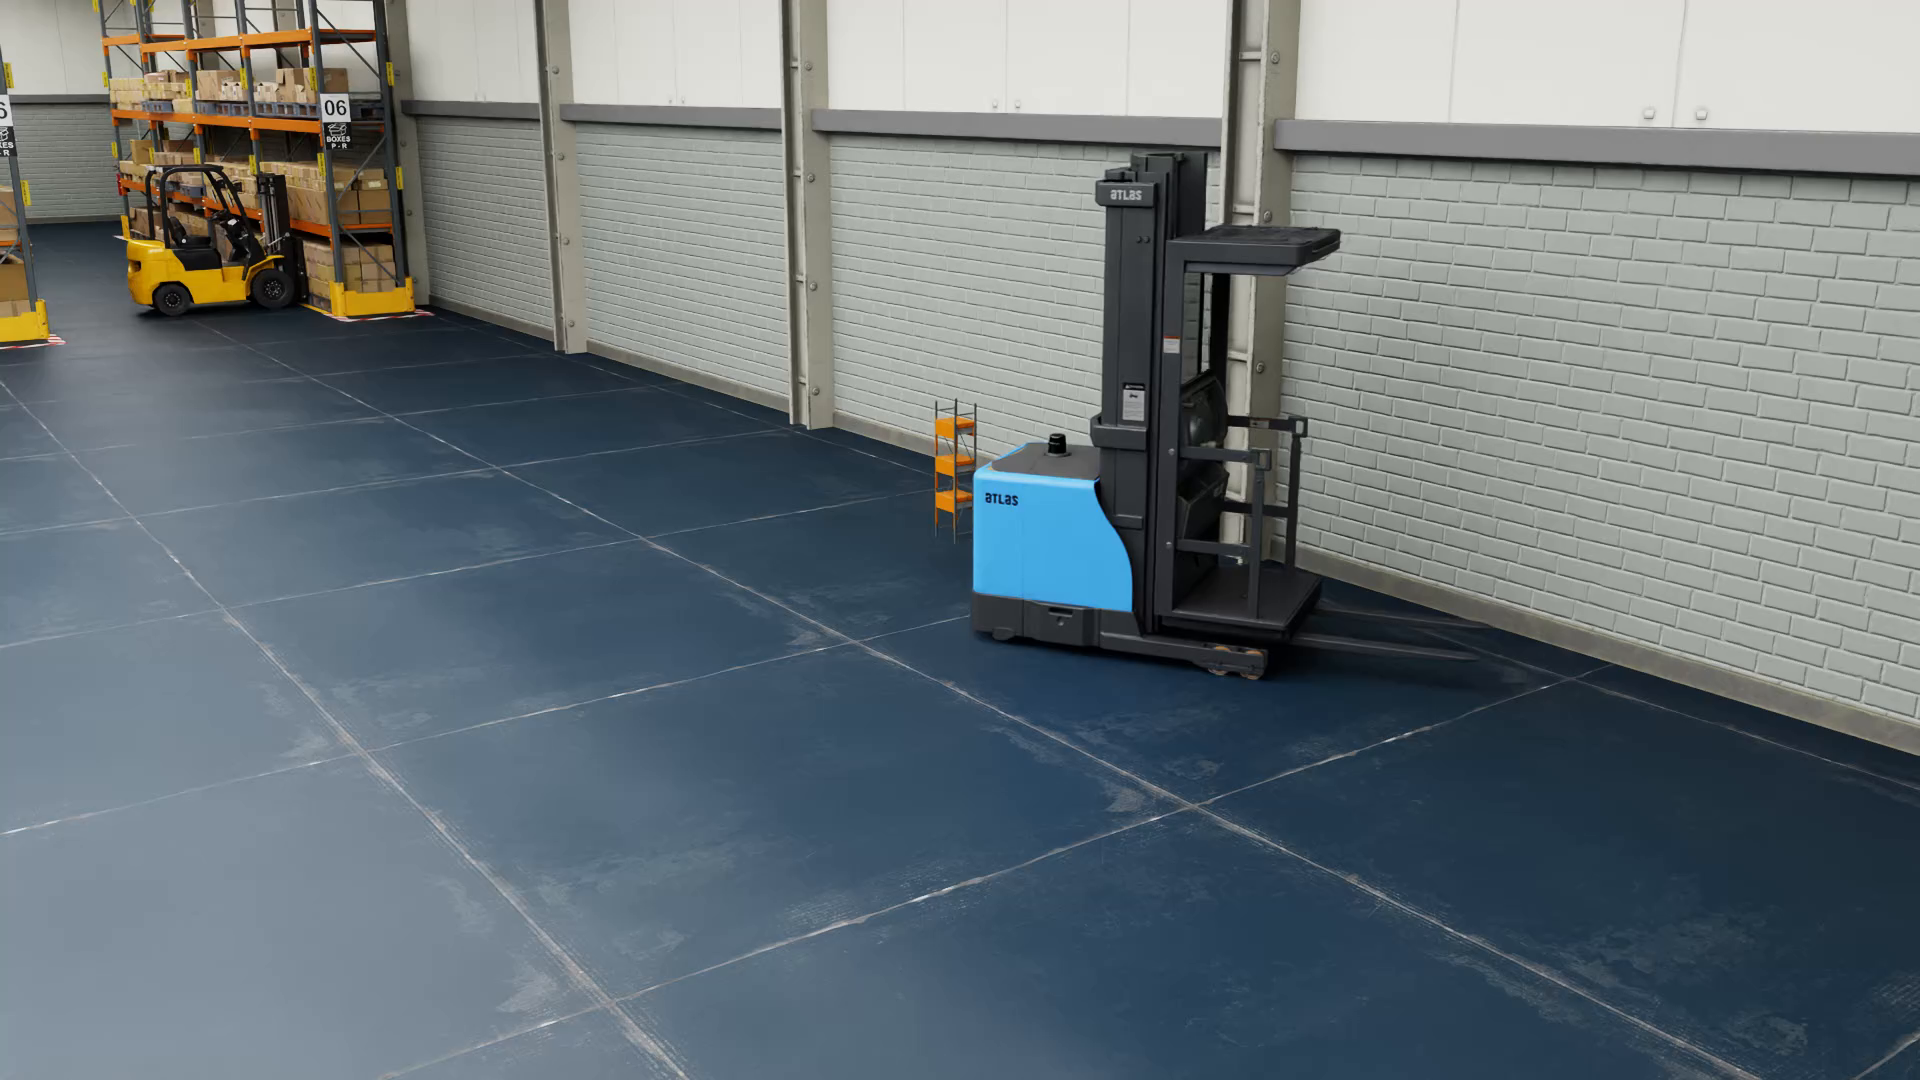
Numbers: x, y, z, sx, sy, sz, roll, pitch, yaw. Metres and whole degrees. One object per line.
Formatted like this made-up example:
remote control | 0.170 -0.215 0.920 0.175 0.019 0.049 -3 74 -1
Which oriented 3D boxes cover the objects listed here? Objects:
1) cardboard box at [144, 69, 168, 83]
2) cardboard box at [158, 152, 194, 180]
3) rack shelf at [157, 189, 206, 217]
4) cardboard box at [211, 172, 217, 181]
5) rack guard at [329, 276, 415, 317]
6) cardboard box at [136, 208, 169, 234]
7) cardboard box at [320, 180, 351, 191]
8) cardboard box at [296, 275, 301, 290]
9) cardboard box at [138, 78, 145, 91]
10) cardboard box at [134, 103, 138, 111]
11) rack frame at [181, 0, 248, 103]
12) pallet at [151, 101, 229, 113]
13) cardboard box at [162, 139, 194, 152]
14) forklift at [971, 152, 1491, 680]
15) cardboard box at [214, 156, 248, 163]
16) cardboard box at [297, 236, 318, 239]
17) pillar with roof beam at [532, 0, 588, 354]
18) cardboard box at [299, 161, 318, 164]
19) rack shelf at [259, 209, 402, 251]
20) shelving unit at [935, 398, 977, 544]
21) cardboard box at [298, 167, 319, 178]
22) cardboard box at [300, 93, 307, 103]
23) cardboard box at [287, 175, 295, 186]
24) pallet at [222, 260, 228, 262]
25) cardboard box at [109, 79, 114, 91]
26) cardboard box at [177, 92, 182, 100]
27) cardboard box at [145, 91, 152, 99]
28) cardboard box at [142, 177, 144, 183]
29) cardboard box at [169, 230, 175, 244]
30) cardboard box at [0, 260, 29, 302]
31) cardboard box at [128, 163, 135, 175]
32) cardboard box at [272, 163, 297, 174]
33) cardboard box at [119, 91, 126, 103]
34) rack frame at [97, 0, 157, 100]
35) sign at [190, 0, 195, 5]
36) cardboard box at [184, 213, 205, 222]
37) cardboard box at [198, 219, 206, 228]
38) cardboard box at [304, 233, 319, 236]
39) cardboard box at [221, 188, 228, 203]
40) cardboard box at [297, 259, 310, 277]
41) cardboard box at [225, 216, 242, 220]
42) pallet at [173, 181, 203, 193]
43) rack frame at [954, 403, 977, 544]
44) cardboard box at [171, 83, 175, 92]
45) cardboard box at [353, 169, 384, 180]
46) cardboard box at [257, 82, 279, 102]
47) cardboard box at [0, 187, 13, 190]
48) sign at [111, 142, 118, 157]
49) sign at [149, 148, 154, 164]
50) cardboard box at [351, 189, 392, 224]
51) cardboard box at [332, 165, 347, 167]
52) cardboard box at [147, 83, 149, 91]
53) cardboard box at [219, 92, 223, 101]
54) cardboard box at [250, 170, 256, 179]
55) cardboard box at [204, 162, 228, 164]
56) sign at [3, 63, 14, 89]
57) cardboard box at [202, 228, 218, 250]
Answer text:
cardboard box | -16.029 -9.252 33.157 0.396 0.266 0.258 -11 19 -35
cardboard box | -15.516 -7.453 33.139 0.700 0.500 0.500 -11 19 -34
rack shelf | -14.748 -6.676 32.650 1.077 0.370 4.000 -11 19 -35
cardboard box | -13.215 -6.525 30.073 0.500 0.250 0.500 -10 18 -33
rack guard | -8.854 -3.677 25.065 1.175 0.500 0.348 -11 19 -35
cardboard box | -17.522 -6.968 36.291 0.700 0.500 0.500 -10 18 -32
cardboard box | -9.299 -5.280 24.766 0.380 0.149 0.250 -11 19 -34
cardboard box | -10.295 -4.139 26.430 0.500 0.250 0.500 -10 18 -33
cardboard box | -16.415 -9.280 33.891 0.500 0.250 0.500 -11 19 -34
cardboard box | -17.094 -9.086 34.886 0.380 0.149 0.250 -11 19 -34
rack frame | -13.572 -9.490 30.203 1.000 3.000 0.127 -11 19 -35
pallet | -14.985 -8.436 32.389 1.213 0.211 1.003 -11 19 -35
cardboard box | -16.584 -8.243 35.310 0.500 0.500 0.500 -11 19 -36
forklift | 1.632 -0.765 9.820 3.031 2.935 1.130 6 17 22
cardboard box | -13.748 -6.981 31.417 0.500 0.500 0.500 -10 18 -32
cardboard box | -10.595 -4.734 26.708 0.500 0.250 0.500 -10 18 -33
pillar with roof beam | -8.503 -6.121 17.893 9.100 9.000 0.400 -11 19 -35
cardboard box | -10.674 -6.166 27.439 0.380 0.149 0.250 -11 19 -36
rack shelf | -10.044 -4.968 26.409 1.077 0.370 4.000 -11 19 -35
shelving unit | -0.031 -0.518 12.479 0.215 1.050 0.252 -11 19 -35
cardboard box | -9.924 -5.639 25.516 0.380 0.149 0.250 -10 18 -33
cardboard box | -9.601 -6.594 24.796 0.380 0.149 0.250 -12 19 -36
cardboard box | -10.352 -5.661 26.160 0.380 0.149 0.250 -11 19 -36
pallet | -13.120 -5.070 30.699 1.003 0.211 1.213 -11 19 -35
cardboard box | -18.218 -9.930 36.266 0.500 0.250 0.500 -11 19 -35
cardboard box | -14.711 -8.480 31.725 0.380 0.149 0.250 -10 18 -33
cardboard box | -15.946 -8.841 33.004 0.380 0.149 0.250 -11 19 -34
cardboard box | -17.209 -7.690 35.468 0.380 0.149 0.250 -11 19 -35
cardboard box | -15.821 -6.309 33.885 0.500 0.500 0.500 -10 18 -32
cardboard box | -13.146 -3.575 22.948 0.500 0.500 0.500 -12 19 -36
cardboard box | -17.630 -8.022 35.923 0.500 0.250 0.500 -11 19 -36
cardboard box | -10.820 -5.967 26.713 0.380 0.149 0.250 -10 18 -33
cardboard box | -17.630 -9.469 35.529 0.500 0.250 0.500 -12 19 -36
rack frame | -18.276 -11.198 36.444 1.000 3.000 0.127 -11 19 -35
sign | -15.478 -10.958 33.499 0.100 0.325 0.005 -11 19 -35
cardboard box | -15.110 -6.373 32.891 0.380 0.149 0.250 -10 18 -33
cardboard box | -14.253 -6.026 31.621 0.380 0.149 0.250 -12 19 -37
cardboard box | -10.464 -4.920 27.389 0.500 0.250 0.500 -11 19 -35
cardboard box | -12.908 -6.174 29.737 0.500 0.250 0.500 -12 19 -36
cardboard box | -10.014 -4.277 25.986 0.500 0.250 0.500 -11 19 -36
cardboard box | -13.972 -6.167 32.139 0.380 0.149 0.250 -11 19 -34
pallet | -14.719 -6.918 32.535 1.003 0.211 1.213 -11 19 -35
rack frame | 0.040 -0.492 12.384 0.200 1.050 0.008 -11 19 -35
cardboard box | -14.776 -8.611 31.640 0.380 0.149 0.250 -11 19 -34
cardboard box | -8.893 -5.498 24.999 0.380 0.149 0.250 -11 19 -36
cardboard box | -10.928 -7.181 26.634 0.500 0.311 0.500 -10 18 -33
cardboard box | -13.242 -4.563 22.812 0.500 0.500 0.500 -10 18 -33
sign | -18.715 -8.638 36.814 0.100 0.325 0.005 -11 19 -35
sign | -16.358 -7.782 33.688 0.100 0.325 0.005 -11 19 -35
cardboard box | -8.935 -5.085 25.284 0.500 0.500 0.500 -10 18 -33
cardboard box | -9.779 -5.832 26.221 0.380 0.149 0.250 -11 19 -34
cardboard box | -15.889 -8.993 32.996 0.380 0.149 0.250 -11 18 -34
cardboard box | -12.566 -7.671 28.730 0.380 0.149 0.250 -11 19 -35
cardboard box | -11.767 -6.194 28.107 0.380 0.149 0.250 -11 19 -35
cardboard box | -13.623 -6.844 30.480 0.380 0.149 0.250 -10 18 -33
sign | -12.442 -6.069 21.732 0.100 0.325 0.005 -11 19 -35
cardboard box | -13.994 -5.650 31.477 0.500 0.500 0.500 -10 18 -33
